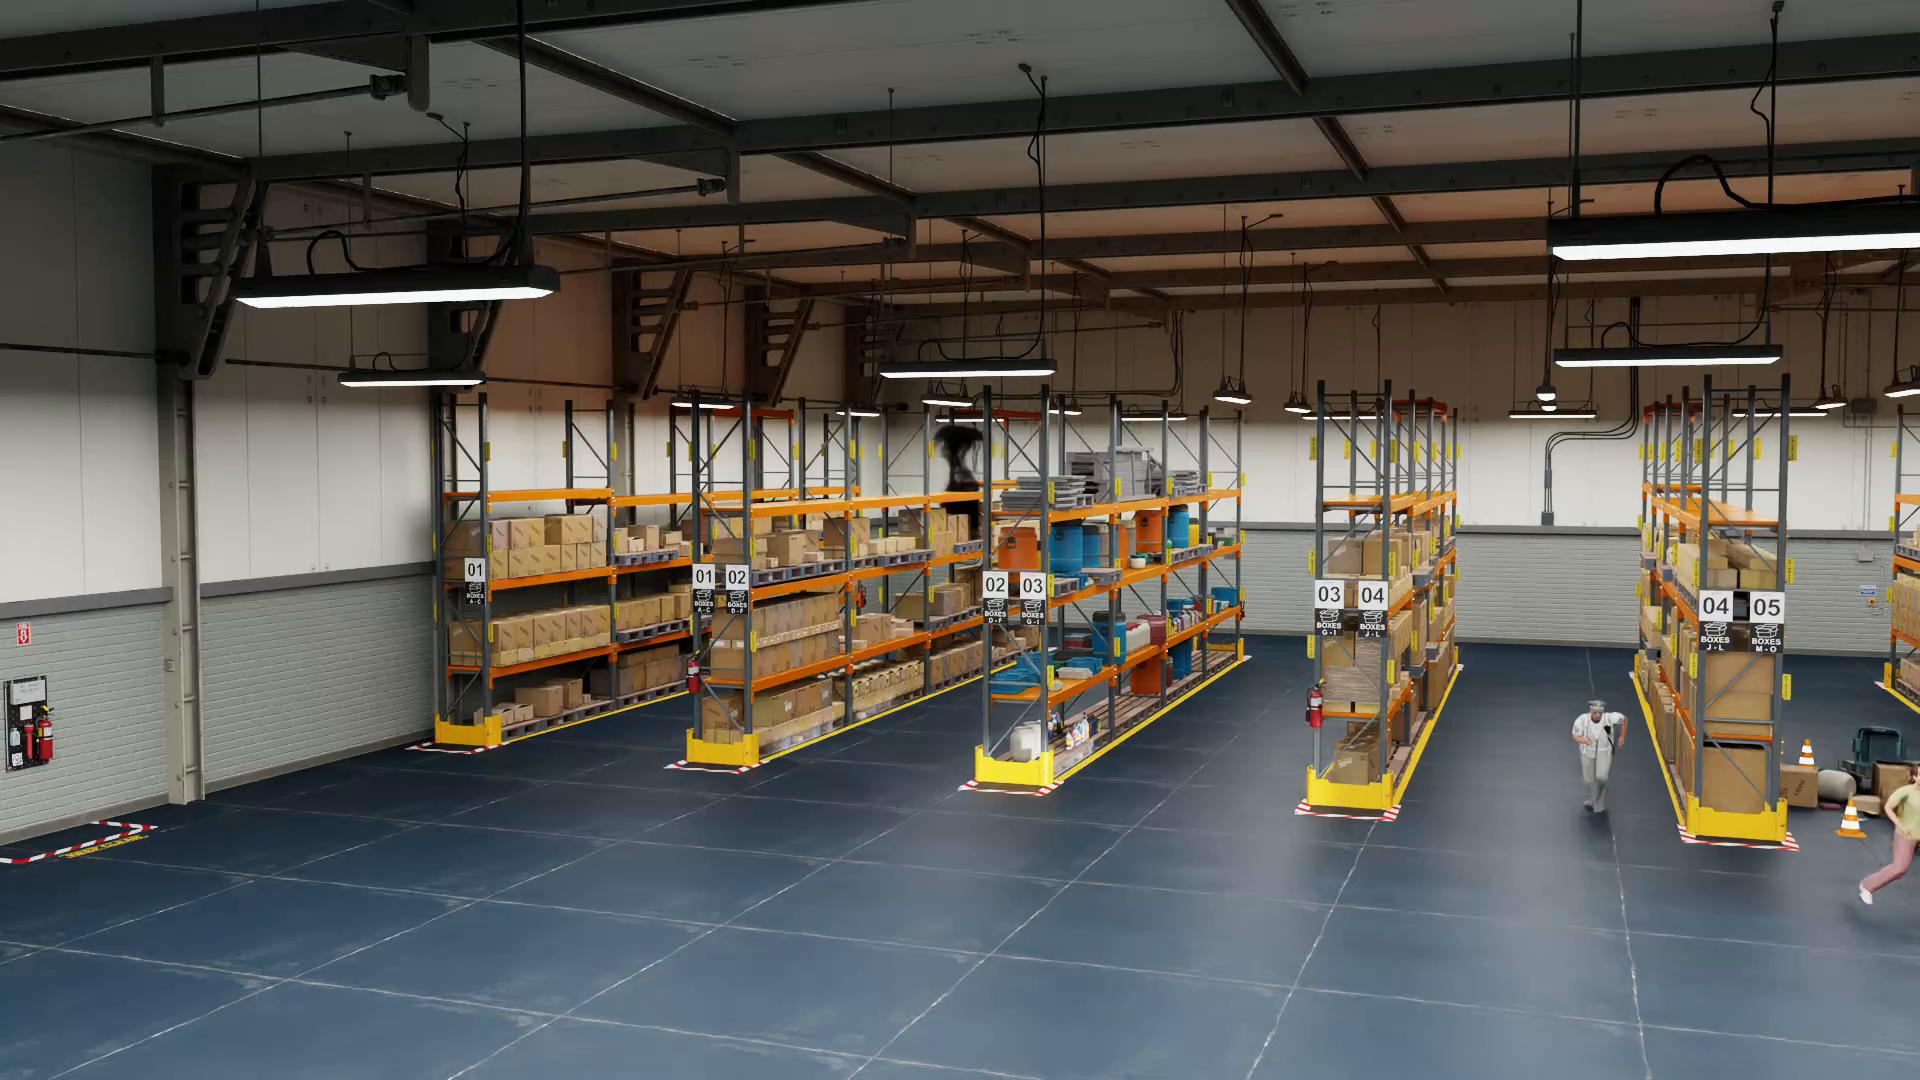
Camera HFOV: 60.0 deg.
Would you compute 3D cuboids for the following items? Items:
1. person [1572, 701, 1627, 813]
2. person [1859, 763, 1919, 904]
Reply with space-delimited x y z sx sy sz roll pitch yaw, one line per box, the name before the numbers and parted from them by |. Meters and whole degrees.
person | 8.829 2.989 22.975 0.701 1.623 0.982 1 3 22
person | 10.298 3.241 18.040 0.805 1.665 0.718 -1 3 -12
